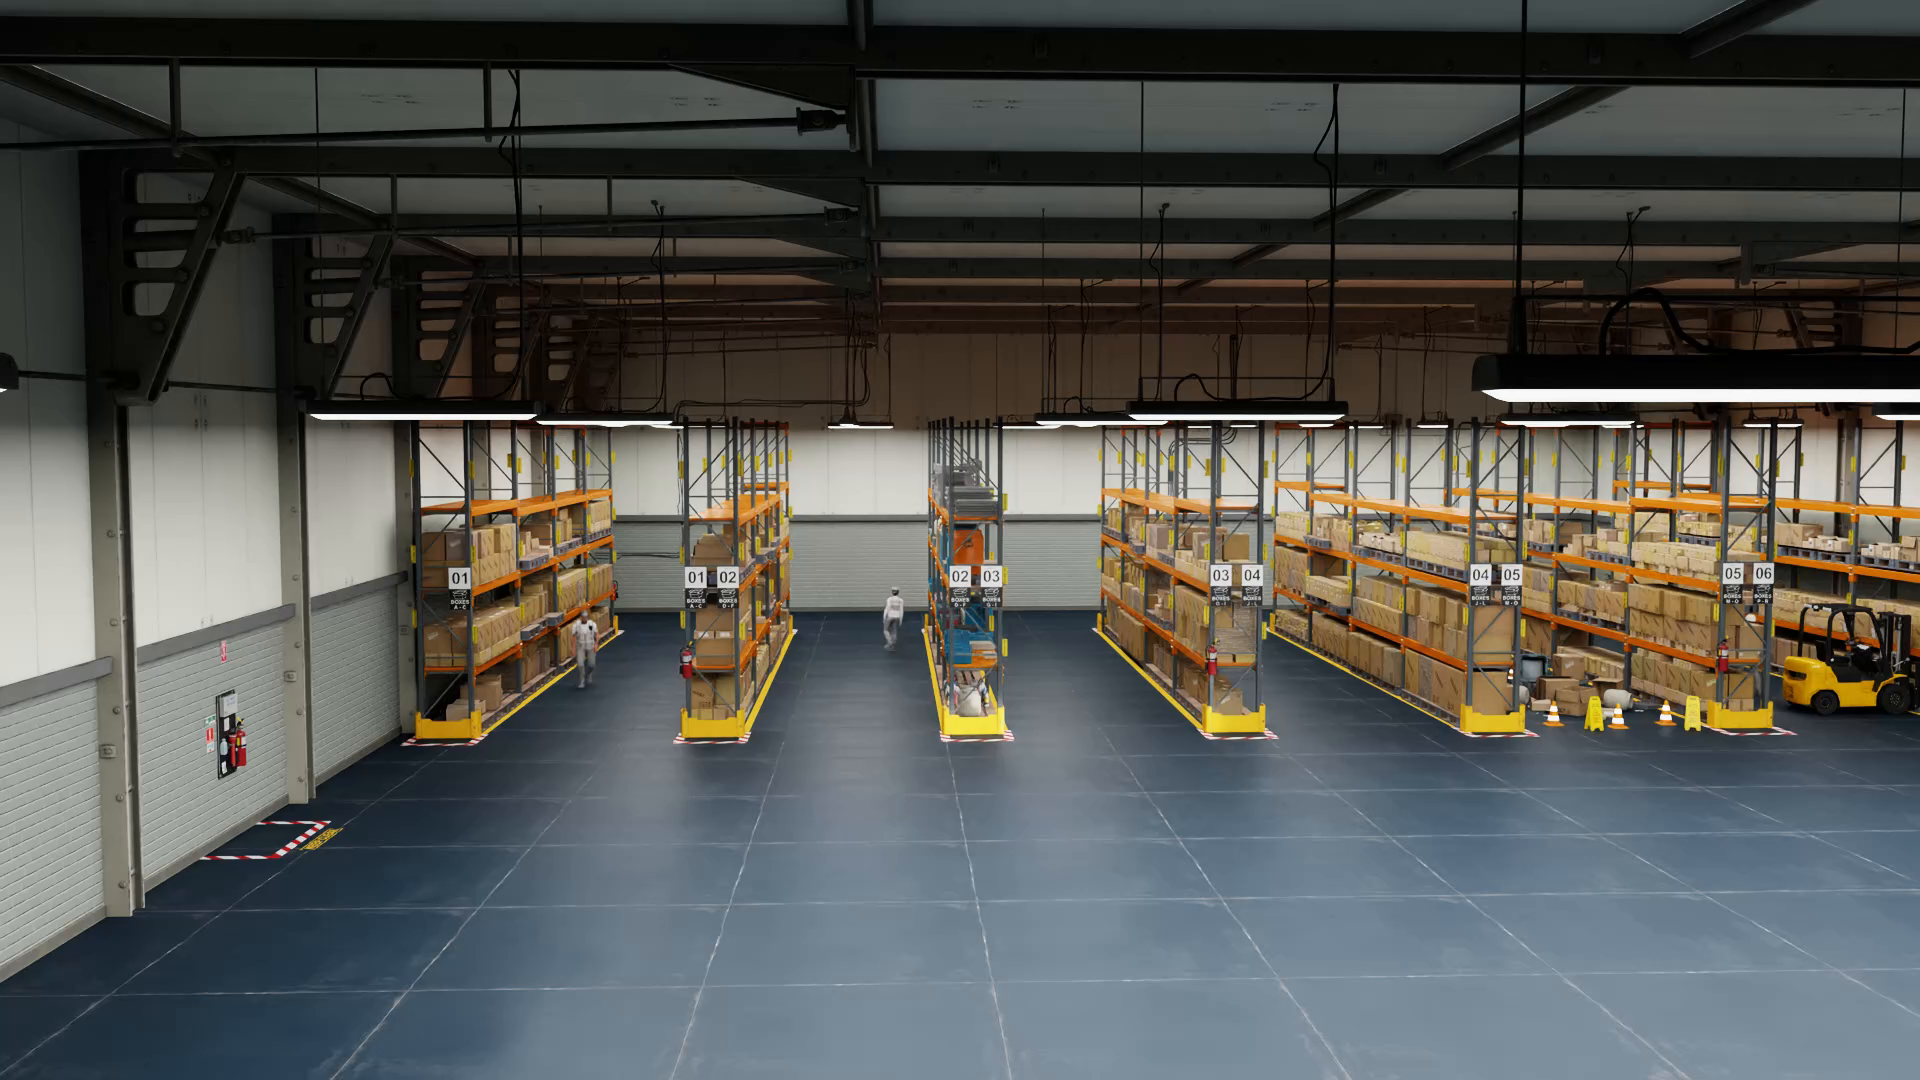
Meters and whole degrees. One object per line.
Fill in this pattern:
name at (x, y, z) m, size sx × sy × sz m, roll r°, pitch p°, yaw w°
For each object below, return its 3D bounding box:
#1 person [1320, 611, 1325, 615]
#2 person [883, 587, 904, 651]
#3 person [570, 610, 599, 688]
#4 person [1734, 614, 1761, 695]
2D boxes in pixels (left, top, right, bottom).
person at (11.143, 1.649, 49.935) m, size 1.071 × 1.614 × 0.438 m, roll -1°, pitch 4°, yaw -14°
person at (-1.737, 2.059, 43.216) m, size 0.560 × 1.677 × 0.452 m, roll -1°, pitch 4°, yaw -12°
person at (-8.452, 2.423, 37.433) m, size 0.626 × 1.742 × 0.659 m, roll -1°, pitch 4°, yaw -15°
person at (17.122, 2.485, 36.174) m, size 0.617 × 1.757 × 0.800 m, roll 0°, pitch 4°, yaw -7°
